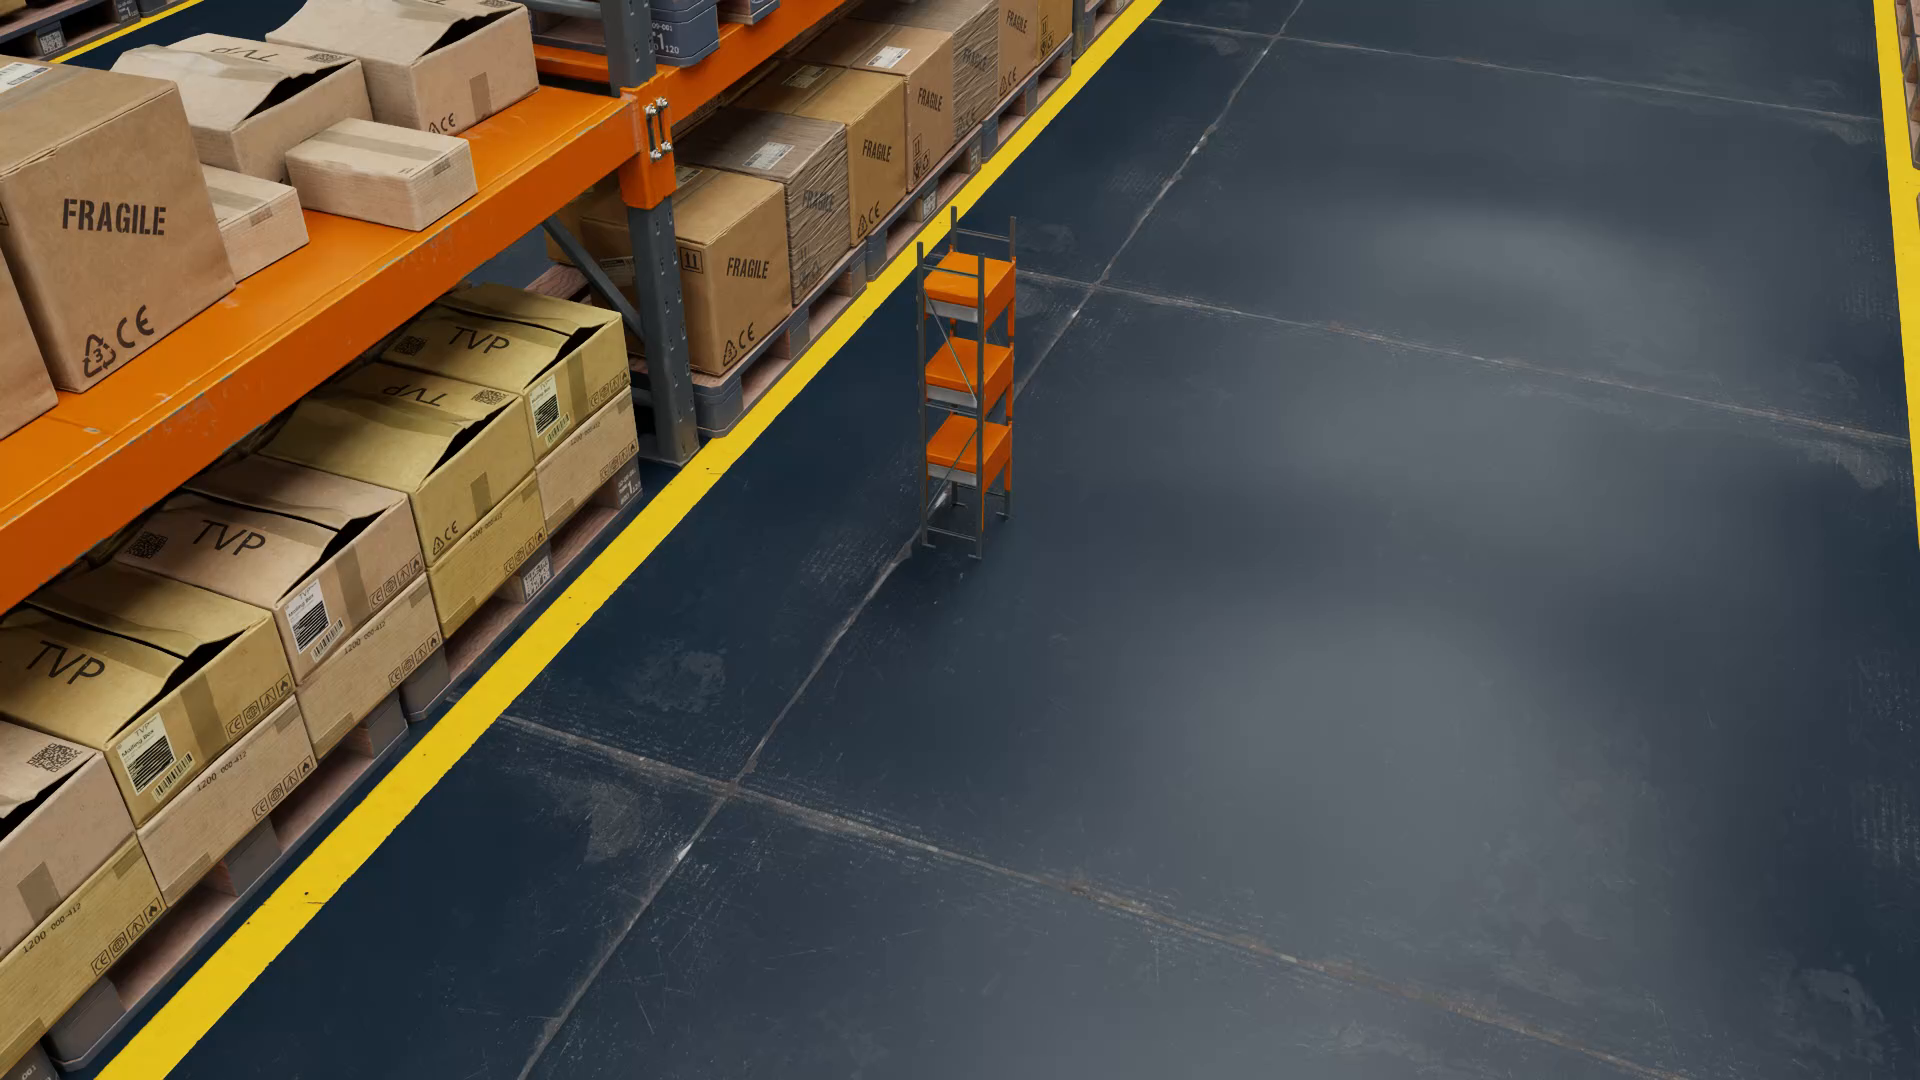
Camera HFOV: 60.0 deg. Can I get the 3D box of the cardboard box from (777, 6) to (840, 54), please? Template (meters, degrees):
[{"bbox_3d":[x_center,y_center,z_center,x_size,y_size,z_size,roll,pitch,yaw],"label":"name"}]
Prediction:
[{"bbox_3d":[-0.827,-2.232,6.824,0.500,0.250,0.500,13,39,17],"label":"cardboard box"}]

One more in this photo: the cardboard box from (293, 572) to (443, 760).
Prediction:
[{"bbox_3d":[-1.730,0.258,4.345,0.500,0.250,0.500,15,39,19],"label":"cardboard box"}]

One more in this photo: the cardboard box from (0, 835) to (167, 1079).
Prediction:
[{"bbox_3d":[-2.118,0.825,3.586,0.500,0.250,0.500,13,39,16],"label":"cardboard box"}]

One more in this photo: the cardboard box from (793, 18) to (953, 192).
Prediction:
[{"bbox_3d":[-0.348,-1.805,6.880,0.500,0.500,0.500,13,39,16],"label":"cardboard box"}]

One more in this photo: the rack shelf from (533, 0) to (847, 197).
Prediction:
[{"bbox_3d":[-0.608,-2.405,6.563,1.077,0.370,4.000,14,39,18],"label":"rack shelf"}]

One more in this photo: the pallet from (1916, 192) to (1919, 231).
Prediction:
[{"bbox_3d":[4.401,-1.135,6.592,1.003,0.211,1.213,14,39,18],"label":"pallet"}]

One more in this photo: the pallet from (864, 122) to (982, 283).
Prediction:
[{"bbox_3d":[-0.584,-1.546,7.143,1.003,0.211,1.213,14,39,18],"label":"pallet"}]

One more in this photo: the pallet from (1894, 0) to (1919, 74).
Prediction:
[{"bbox_3d":[5.439,-2.647,8.615,1.003,0.211,1.213,14,39,18],"label":"pallet"}]

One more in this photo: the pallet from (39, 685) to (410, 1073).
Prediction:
[{"bbox_3d":[-2.184,0.651,4.202,1.003,0.211,1.213,14,39,18],"label":"pallet"}]

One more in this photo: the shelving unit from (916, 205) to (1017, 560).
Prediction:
[{"bbox_3d":[0.020,-0.450,4.975,0.215,1.050,0.252,14,39,18],"label":"shelving unit"}]

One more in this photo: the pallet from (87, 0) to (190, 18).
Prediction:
[{"bbox_3d":[-4.653,-3.365,9.576,1.003,0.211,1.213,14,39,18],"label":"pallet"}]

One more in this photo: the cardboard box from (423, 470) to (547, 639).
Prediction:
[{"bbox_3d":[-1.536,-0.019,4.716,0.500,0.250,0.500,13,39,17],"label":"cardboard box"}]

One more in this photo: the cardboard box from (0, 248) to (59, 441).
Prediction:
[{"bbox_3d":[-2.192,-0.401,3.198,0.500,0.500,0.500,14,39,18],"label":"cardboard box"}]

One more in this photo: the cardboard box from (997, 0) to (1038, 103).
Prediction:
[{"bbox_3d":[0.035,-2.365,7.629,0.500,0.500,0.500,14,39,18],"label":"cardboard box"}]

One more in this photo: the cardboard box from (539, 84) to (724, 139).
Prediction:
[{"bbox_3d":[-1.212,-1.664,6.065,0.500,0.250,0.500,15,39,19],"label":"cardboard box"}]

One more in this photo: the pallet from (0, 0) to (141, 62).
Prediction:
[{"bbox_3d":[-5.116,-2.687,8.669,1.003,0.211,1.213,14,39,18],"label":"pallet"}]

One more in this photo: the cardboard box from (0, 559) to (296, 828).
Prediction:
[{"bbox_3d":[-1.919,0.314,3.802,0.500,0.311,0.500,15,39,19],"label":"cardboard box"}]

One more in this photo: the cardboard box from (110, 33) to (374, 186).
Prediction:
[{"bbox_3d":[-1.888,-1.099,4.289,0.500,0.311,0.500,13,39,17],"label":"cardboard box"}]

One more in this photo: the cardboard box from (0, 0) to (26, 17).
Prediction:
[{"bbox_3d":[-5.211,-2.880,8.042,0.750,0.750,0.750,14,39,18],"label":"cardboard box"}]

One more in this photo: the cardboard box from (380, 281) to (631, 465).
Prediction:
[{"bbox_3d":[-1.340,-0.531,4.932,0.500,0.311,0.500,15,39,19],"label":"cardboard box"}]

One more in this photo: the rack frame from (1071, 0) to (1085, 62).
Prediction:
[{"bbox_3d":[0.153,-3.800,7.829,1.000,3.000,0.127,14,39,18],"label":"rack frame"}]

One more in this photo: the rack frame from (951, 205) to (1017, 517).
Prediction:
[{"bbox_3d":[0.067,-0.518,5.066,0.200,1.050,0.008,14,39,18],"label":"rack frame"}]

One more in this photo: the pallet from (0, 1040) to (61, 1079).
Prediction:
[{"bbox_3d":[-2.646,1.329,3.295,1.003,0.211,1.213,14,39,18],"label":"pallet"}]

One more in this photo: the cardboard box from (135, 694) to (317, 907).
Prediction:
[{"bbox_3d":[-1.923,0.544,3.963,0.500,0.250,0.500,15,39,19],"label":"cardboard box"}]

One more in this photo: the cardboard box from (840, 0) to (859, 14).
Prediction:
[{"bbox_3d":[-0.637,-2.510,7.196,0.500,0.250,0.500,14,39,18],"label":"cardboard box"}]

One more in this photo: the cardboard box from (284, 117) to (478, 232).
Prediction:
[{"bbox_3d":[-1.455,-0.924,4.191,0.380,0.149,0.250,14,39,18],"label":"cardboard box"}]

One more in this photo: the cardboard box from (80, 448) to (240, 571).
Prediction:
[{"bbox_3d":[-2.228,-0.079,4.328,0.500,0.311,0.500,13,39,17],"label":"cardboard box"}]

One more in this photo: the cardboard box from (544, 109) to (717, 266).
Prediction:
[{"bbox_3d":[-1.230,-1.332,6.247,0.500,0.500,0.500,15,39,20],"label":"cardboard box"}]

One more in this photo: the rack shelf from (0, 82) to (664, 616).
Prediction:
[{"bbox_3d":[-2.130,-0.190,3.600,1.077,0.370,4.000,14,39,18],"label":"rack shelf"}]

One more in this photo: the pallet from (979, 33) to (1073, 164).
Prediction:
[{"bbox_3d":[-0.121,-2.224,8.050,1.003,0.211,1.213,14,39,18],"label":"pallet"}]

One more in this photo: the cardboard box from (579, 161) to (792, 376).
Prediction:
[{"bbox_3d":[-0.931,-0.947,5.733,0.500,0.500,0.500,15,39,20],"label":"cardboard box"}]

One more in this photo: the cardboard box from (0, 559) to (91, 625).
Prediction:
[{"bbox_3d":[-2.423,0.205,3.947,0.500,0.311,0.500,13,39,17],"label":"cardboard box"}]

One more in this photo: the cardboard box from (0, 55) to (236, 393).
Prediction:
[{"bbox_3d":[-1.992,-0.693,3.588,0.500,0.500,0.500,12,38,15],"label":"cardboard box"}]

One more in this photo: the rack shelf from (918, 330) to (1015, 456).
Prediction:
[{"bbox_3d":[0.020,-0.442,4.982,0.215,0.259,0.240,14,39,18],"label":"rack shelf"}]

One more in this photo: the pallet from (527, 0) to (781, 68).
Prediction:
[{"bbox_3d":[-1.176,-1.900,5.447,1.213,0.211,1.003,14,39,18],"label":"pallet"}]

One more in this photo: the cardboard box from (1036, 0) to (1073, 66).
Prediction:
[{"bbox_3d":[0.231,-2.637,7.993,0.500,0.500,0.500,14,39,17],"label":"cardboard box"}]

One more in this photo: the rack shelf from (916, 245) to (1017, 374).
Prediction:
[{"bbox_3d":[0.020,-0.669,4.812,0.215,0.259,0.240,14,39,18],"label":"rack shelf"}]

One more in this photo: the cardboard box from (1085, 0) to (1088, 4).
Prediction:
[{"bbox_3d":[0.513,-3.083,8.747,0.500,0.311,0.500,14,39,18],"label":"cardboard box"}]

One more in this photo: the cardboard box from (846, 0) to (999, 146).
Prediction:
[{"bbox_3d":[-0.156,-2.087,7.258,0.500,0.500,0.500,14,39,18],"label":"cardboard box"}]

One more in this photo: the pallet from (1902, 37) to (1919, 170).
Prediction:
[{"bbox_3d":[4.977,-1.969,7.708,1.003,0.211,1.213,14,39,18],"label":"pallet"}]

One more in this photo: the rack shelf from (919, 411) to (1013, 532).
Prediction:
[{"bbox_3d":[0.020,-0.219,5.148,0.215,0.259,0.240,14,39,18],"label":"rack shelf"}]

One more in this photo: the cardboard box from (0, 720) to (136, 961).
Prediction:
[{"bbox_3d":[-2.112,0.603,3.416,0.500,0.311,0.500,13,39,16],"label":"cardboard box"}]

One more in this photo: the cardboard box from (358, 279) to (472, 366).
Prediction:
[{"bbox_3d":[-1.839,-0.654,5.097,0.500,0.311,0.500,15,39,19],"label":"cardboard box"}]

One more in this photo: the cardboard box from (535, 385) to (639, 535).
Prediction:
[{"bbox_3d":[-1.343,-0.306,5.099,0.500,0.250,0.500,15,39,19],"label":"cardboard box"}]

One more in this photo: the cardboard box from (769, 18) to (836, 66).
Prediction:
[{"bbox_3d":[-0.839,-1.910,7.021,0.500,0.500,0.500,12,39,16],"label":"cardboard box"}]

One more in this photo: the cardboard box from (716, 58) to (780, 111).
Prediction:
[{"bbox_3d":[-1.033,-1.618,6.630,0.500,0.500,0.500,12,39,16],"label":"cardboard box"}]

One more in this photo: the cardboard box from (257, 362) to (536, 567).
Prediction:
[{"bbox_3d":[-1.532,-0.242,4.545,0.500,0.311,0.500,13,39,17],"label":"cardboard box"}]

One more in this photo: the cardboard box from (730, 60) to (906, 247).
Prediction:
[{"bbox_3d":[-0.542,-1.515,6.492,0.500,0.500,0.500,13,39,17],"label":"cardboard box"}]

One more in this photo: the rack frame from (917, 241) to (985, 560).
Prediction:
[{"bbox_3d":[-0.026,-0.383,4.885,0.200,1.050,0.008,14,39,18],"label":"rack frame"}]

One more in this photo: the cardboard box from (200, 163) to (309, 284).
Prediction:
[{"bbox_3d":[-1.802,-0.766,3.979,0.380,0.149,0.250,17,40,21],"label":"cardboard box"}]

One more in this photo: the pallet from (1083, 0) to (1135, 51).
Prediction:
[{"bbox_3d":[0.416,-3.063,9.172,1.003,0.211,1.213,14,39,18],"label":"pallet"}]

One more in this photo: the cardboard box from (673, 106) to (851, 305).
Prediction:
[{"bbox_3d":[-0.737,-1.239,6.122,0.500,0.500,0.500,12,39,16],"label":"cardboard box"}]

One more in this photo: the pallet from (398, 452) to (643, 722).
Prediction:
[{"bbox_3d":[-1.718,-0.022,5.103,1.003,0.211,1.213,14,39,18],"label":"pallet"}]

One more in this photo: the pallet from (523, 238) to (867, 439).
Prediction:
[{"bbox_3d":[-1.050,-0.873,6.242,1.003,0.211,1.213,14,39,18],"label":"pallet"}]

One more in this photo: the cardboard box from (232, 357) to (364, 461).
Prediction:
[{"bbox_3d":[-2.032,-0.361,4.705,0.500,0.311,0.500,13,39,17],"label":"cardboard box"}]

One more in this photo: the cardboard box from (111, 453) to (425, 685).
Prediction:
[{"bbox_3d":[-1.727,0.037,4.172,0.500,0.311,0.500,14,39,17],"label":"cardboard box"}]

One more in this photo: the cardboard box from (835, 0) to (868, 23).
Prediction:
[{"bbox_3d":[-0.646,-2.190,7.395,0.500,0.500,0.500,14,39,18],"label":"cardboard box"}]

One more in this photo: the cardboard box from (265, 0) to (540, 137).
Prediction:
[{"bbox_3d":[-1.547,-1.358,4.636,0.500,0.311,0.500,16,40,21],"label":"cardboard box"}]

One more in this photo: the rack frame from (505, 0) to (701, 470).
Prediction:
[{"bbox_3d":[-1.369,-1.586,4.866,1.000,3.000,0.127,14,39,18],"label":"rack frame"}]
